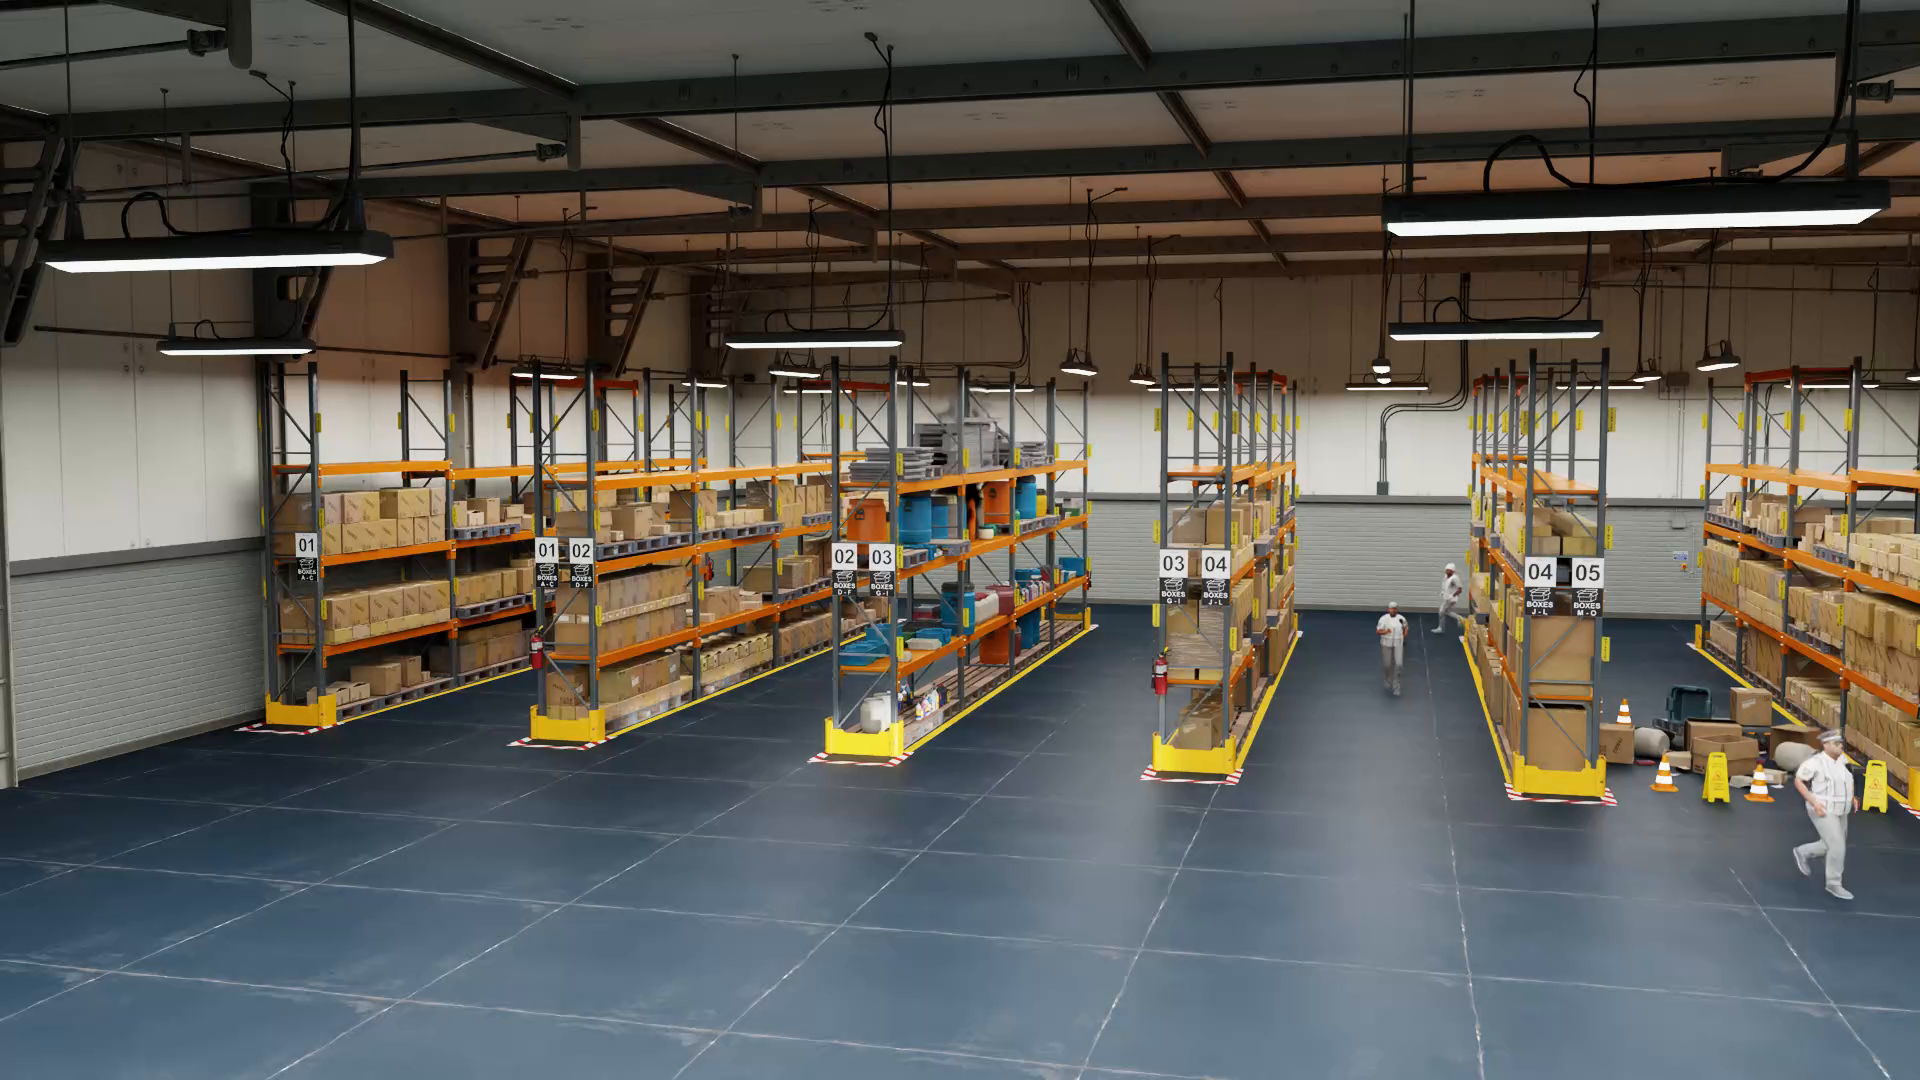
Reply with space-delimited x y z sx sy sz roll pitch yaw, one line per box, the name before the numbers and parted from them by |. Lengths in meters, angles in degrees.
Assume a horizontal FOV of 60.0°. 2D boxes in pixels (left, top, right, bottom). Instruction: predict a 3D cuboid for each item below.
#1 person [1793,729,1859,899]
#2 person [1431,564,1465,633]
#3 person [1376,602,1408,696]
person | 9.269 2.883 17.838 0.680 1.771 0.816 -2 4 -26
person | 11.663 1.389 39.344 0.798 1.695 0.727 0 4 -2
person | 8.020 2.001 30.846 0.590 1.721 0.726 1 4 11
